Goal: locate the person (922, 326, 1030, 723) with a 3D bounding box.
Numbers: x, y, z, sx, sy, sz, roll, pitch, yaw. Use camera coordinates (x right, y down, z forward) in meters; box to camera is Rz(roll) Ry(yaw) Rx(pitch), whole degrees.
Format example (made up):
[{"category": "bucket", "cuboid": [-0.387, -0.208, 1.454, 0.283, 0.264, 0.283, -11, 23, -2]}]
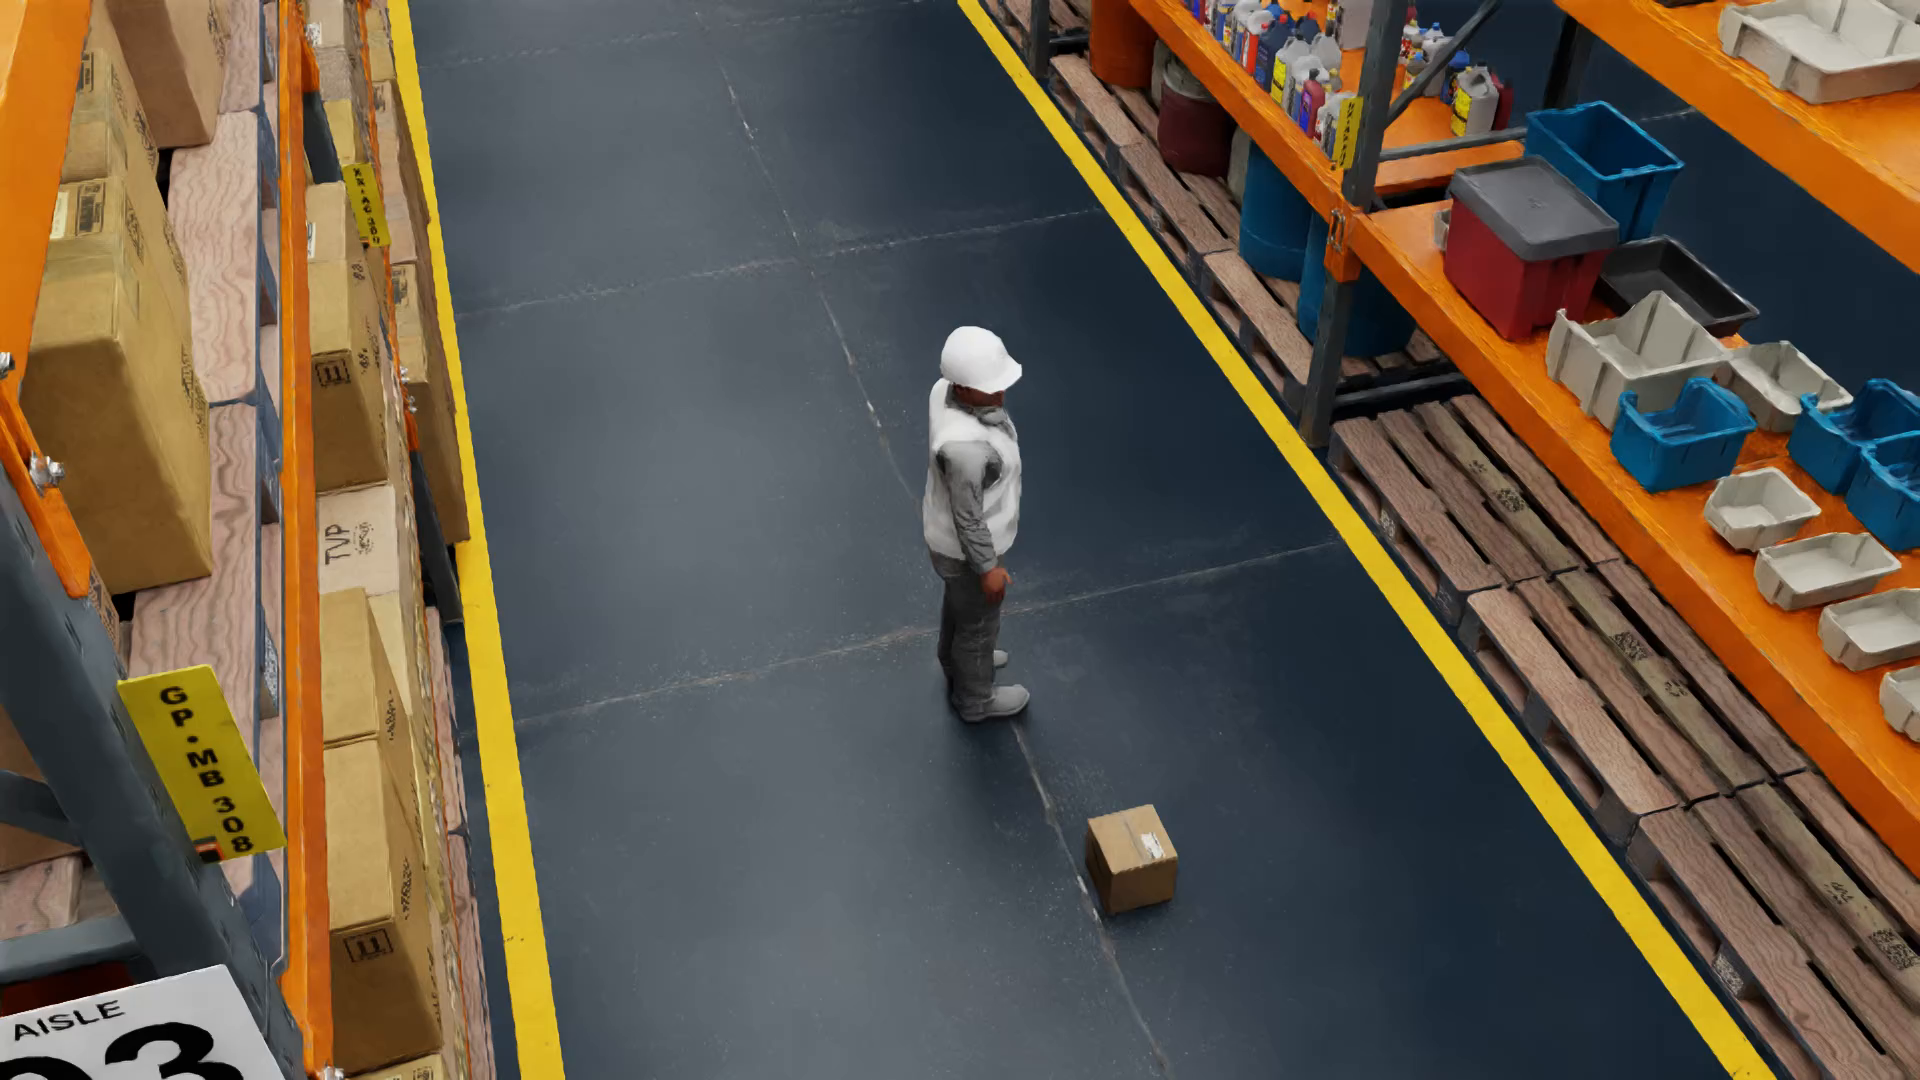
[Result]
[{"category": "person", "cuboid": [0.071, -0.031, 6.168, 0.415, 1.818, 0.587, -1, 42, -2]}]
